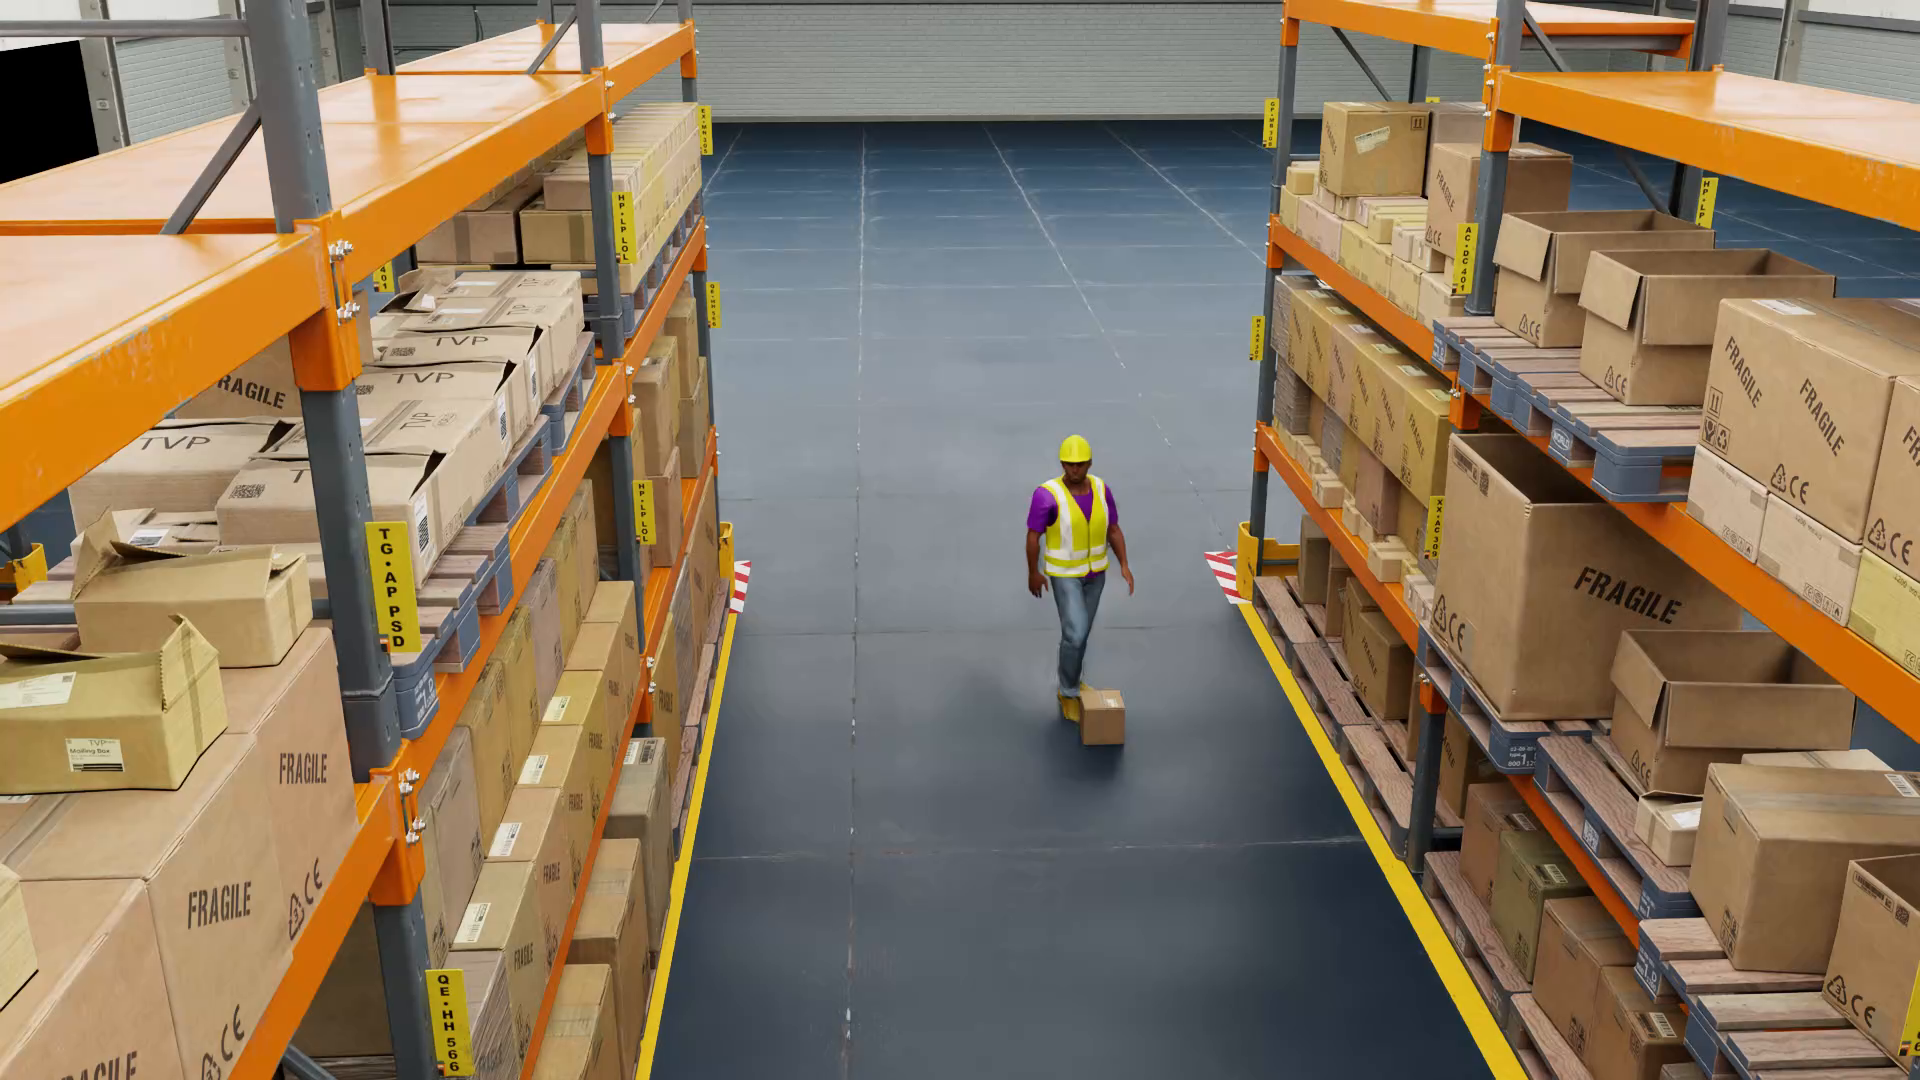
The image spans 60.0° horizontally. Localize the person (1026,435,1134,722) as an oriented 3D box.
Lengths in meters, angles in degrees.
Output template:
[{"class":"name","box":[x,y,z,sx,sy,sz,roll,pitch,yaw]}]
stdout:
[{"class":"person","box":[0.759,0.246,10.418,0.584,1.831,0.502,-12,24,-30]}]
